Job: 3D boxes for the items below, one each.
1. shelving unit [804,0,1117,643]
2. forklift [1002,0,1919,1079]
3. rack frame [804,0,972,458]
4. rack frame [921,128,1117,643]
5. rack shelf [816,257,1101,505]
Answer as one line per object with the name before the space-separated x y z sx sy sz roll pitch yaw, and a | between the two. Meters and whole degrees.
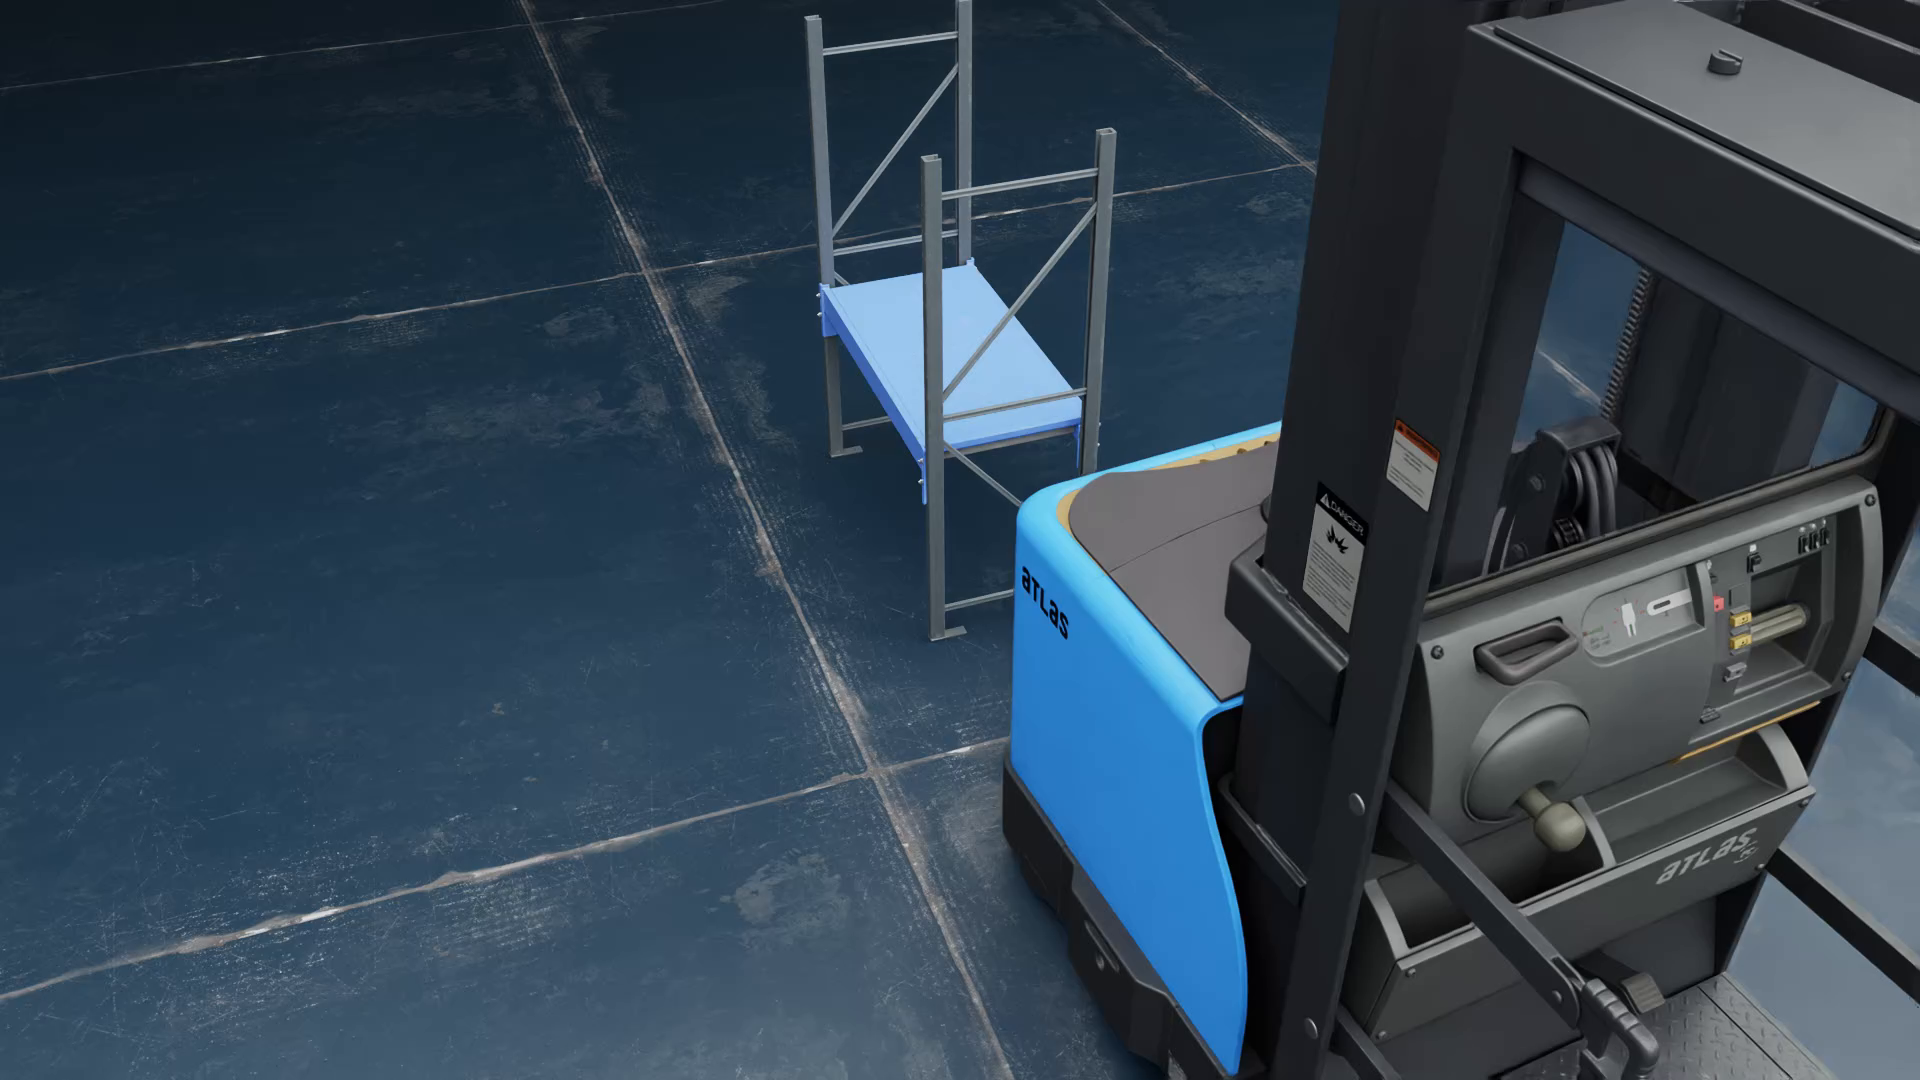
shelving unit | -0.029 -0.647 4.863 0.538 1.500 1.048 -12 39 -16
forklift | 1.196 0.261 2.467 1.130 2.935 3.031 -16 40 -20
rack frame | -0.204 -0.934 5.244 0.500 1.500 0.032 -12 39 -16
rack frame | 0.146 -0.360 4.481 0.500 1.500 0.032 -12 39 -16
rack shelf | -0.029 -0.504 4.971 0.538 0.185 1.000 -12 39 -16
